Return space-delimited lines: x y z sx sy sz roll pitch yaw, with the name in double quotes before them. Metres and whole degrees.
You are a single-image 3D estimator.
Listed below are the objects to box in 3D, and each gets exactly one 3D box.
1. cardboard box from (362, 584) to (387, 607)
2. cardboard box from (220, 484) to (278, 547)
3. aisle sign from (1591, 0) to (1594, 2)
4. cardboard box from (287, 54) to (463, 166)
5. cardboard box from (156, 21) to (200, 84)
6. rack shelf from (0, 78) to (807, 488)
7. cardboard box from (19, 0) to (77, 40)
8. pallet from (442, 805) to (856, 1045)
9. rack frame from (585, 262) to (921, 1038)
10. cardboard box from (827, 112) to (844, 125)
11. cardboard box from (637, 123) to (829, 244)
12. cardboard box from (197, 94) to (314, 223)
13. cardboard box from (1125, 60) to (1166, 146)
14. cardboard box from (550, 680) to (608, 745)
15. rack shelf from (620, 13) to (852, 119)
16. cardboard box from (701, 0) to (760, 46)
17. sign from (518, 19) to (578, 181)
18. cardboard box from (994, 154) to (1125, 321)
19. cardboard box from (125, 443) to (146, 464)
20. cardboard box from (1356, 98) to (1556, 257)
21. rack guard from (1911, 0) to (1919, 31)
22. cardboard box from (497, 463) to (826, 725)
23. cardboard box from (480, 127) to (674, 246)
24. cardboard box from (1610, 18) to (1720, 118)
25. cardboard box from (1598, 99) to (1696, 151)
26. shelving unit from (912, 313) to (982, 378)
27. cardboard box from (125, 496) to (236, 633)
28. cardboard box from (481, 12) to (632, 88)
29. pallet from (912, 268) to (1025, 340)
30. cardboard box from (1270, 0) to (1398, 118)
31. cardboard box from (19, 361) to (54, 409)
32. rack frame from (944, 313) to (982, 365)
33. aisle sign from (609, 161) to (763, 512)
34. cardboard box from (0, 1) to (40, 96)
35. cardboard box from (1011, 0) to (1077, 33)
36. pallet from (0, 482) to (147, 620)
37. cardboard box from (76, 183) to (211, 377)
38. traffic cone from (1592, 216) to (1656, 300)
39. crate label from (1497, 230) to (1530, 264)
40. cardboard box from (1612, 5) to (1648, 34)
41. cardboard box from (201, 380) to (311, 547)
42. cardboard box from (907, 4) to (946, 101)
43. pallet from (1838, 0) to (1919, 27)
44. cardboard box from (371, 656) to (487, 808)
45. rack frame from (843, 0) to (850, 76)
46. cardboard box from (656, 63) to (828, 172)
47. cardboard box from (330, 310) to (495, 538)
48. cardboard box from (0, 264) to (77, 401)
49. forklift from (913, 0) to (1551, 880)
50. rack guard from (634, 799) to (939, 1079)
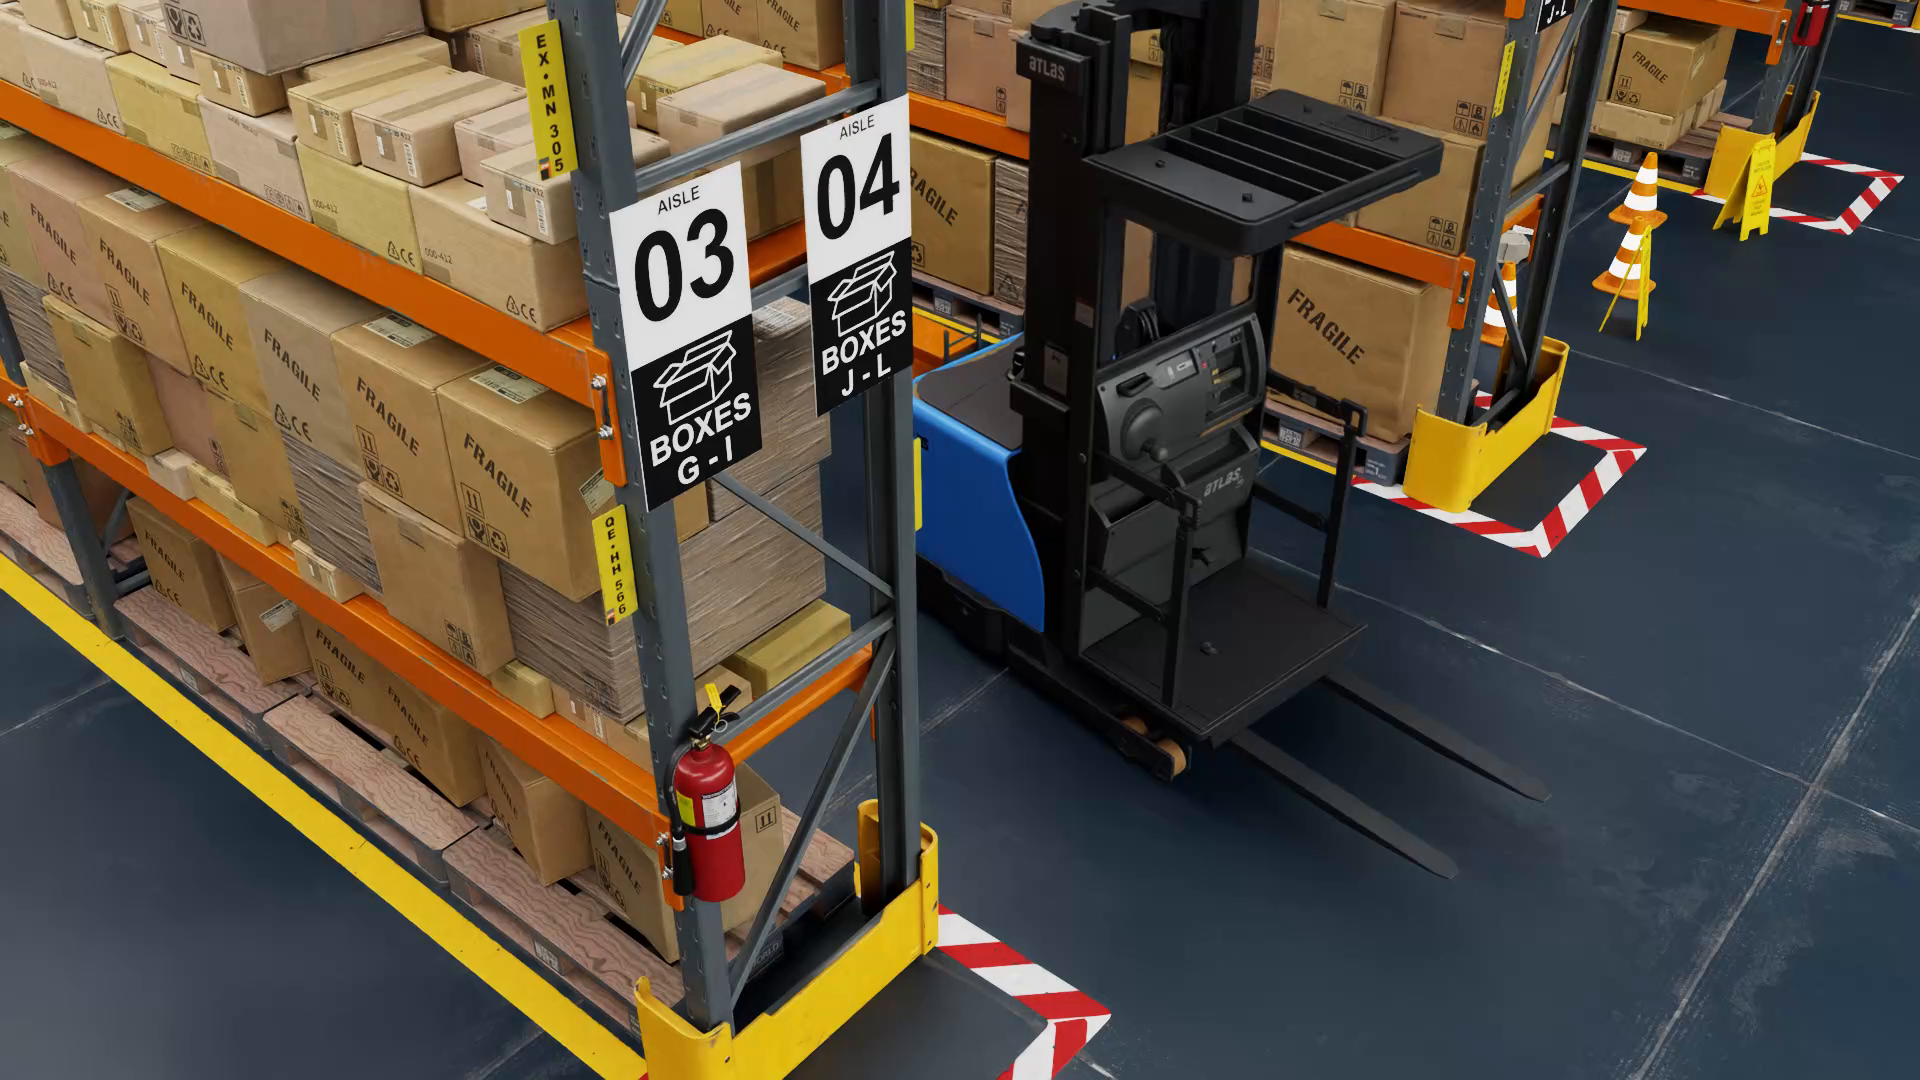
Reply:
"cardboard box" -1.822 0.084 5.699 0.250 0.149 0.380 25 42 32
"cardboard box" -2.439 -0.159 6.054 0.250 0.149 0.380 25 42 32
"aisle sign" 2.998 -2.858 7.465 0.004 0.787 0.394 25 42 32
"cardboard box" -1.526 -1.141 4.393 0.250 0.149 0.380 25 42 32
"cardboard box" -2.089 -1.458 4.854 0.250 0.149 0.380 23 41 30
"rack shelf" -2.036 -1.224 5.369 4.000 0.370 1.077 25 42 32
"cardboard box" -2.713 -1.717 5.232 0.250 0.149 0.380 24 41 31
"pallet" -1.160 1.252 6.240 1.213 0.211 1.003 25 42 32
"rack frame" -0.499 0.440 4.960 0.127 3.000 1.000 25 42 32
"cardboard box" -0.857 -2.562 10.947 0.750 0.750 1.050 25 42 32
"cardboard box" -0.704 -1.022 4.571 0.500 0.250 0.500 27 43 33
"cardboard box" -1.806 -1.168 4.783 0.500 0.250 0.500 26 42 33
"cardboard box" 1.217 -2.479 9.078 0.500 0.550 0.875 25 42 32
"cardboard box" -1.042 0.439 5.183 0.250 0.149 0.380 25 42 32
"rack shelf" -1.859 -3.558 11.417 4.000 0.370 1.077 25 42 32
"cardboard box" -1.283 -3.427 10.502 0.500 0.500 0.500 25 42 31
"sign" -0.870 -0.927 3.519 0.005 0.325 0.100 25 42 32
"cardboard box" 0.811 -1.844 9.792 0.875 0.875 0.875 26 42 32
"cardboard box" -3.009 -0.435 6.456 0.250 0.149 0.380 25 42 32
"cardboard box" 2.438 -1.858 8.173 0.550 0.550 0.875 25 42 32
"rack guard" 9.033 -4.993 15.079 0.348 0.500 1.175 25 42 32
"cardboard box" -0.905 0.065 5.155 0.500 0.500 0.875 25 42 32
"cardboard box" -0.912 -0.864 3.989 0.250 0.149 0.380 25 42 32
"cardboard box" 5.059 -3.397 11.942 0.500 0.500 0.500 26 42 32
"cardboard box" 5.029 -3.096 12.166 0.500 0.250 0.500 25 42 32
"shelving unit" -0.166 -0.590 8.049 0.503 1.200 0.258 28 43 34
"cardboard box" -3.292 0.011 7.422 0.500 0.500 0.500 24 41 31
"cardboard box" -1.137 -1.403 4.774 0.250 0.149 0.380 27 43 34
"pallet" 0.212 -1.671 10.497 1.213 0.211 1.003 25 42 32
"cardboard box" 2.010 -2.499 8.152 0.550 0.550 0.875 25 42 32
"cardboard box" -3.601 -0.697 6.837 0.250 0.149 0.380 25 42 32
"rack frame" 0.013 -0.496 7.912 0.015 1.200 0.240 28 43 34
"aisle sign" -0.644 -0.479 4.001 0.004 0.787 0.394 25 42 32
"cardboard box" -2.982 -1.720 5.587 0.500 0.250 0.500 25 42 31
"cardboard box" 0.763 -3.085 9.005 0.550 0.550 0.875 25 42 32
"pallet" -4.173 -0.141 8.268 1.213 0.211 1.003 25 42 32
"cardboard box" -2.621 -0.949 5.749 0.500 0.500 0.500 25 42 32
"traffic cone" 4.237 -1.814 10.483 0.334 0.463 0.336 25 42 32
"crate label" 3.593 -1.938 10.951 0.298 0.136 0.250 6 35 8
"cardboard box" 4.734 -3.768 11.910 0.250 0.149 0.380 27 43 33
"cardboard box" -2.099 -0.450 5.905 0.500 0.500 0.875 25 42 32
"cardboard box" -0.031 -3.064 9.929 0.550 0.550 0.875 25 42 32
"pallet" 8.400 -5.142 15.551 1.213 0.211 1.003 25 42 32
"cardboard box" -1.919 0.627 6.524 0.500 0.500 0.500 -29 44 -36
"rack frame" -0.322 -3.130 10.158 0.127 3.000 1.000 25 42 32
"cardboard box" -0.563 -1.099 4.332 0.250 0.149 0.380 25 42 32
"cardboard box" -1.468 -0.406 4.958 0.500 0.500 0.500 25 42 32
"cardboard box" -3.267 -0.983 6.680 0.500 0.500 0.875 25 42 32
"forklift" 1.030 -0.554 6.468 1.130 2.935 3.031 -27 43 -33
"rack guard" -0.558 1.443 5.707 0.348 0.500 1.175 25 42 32
